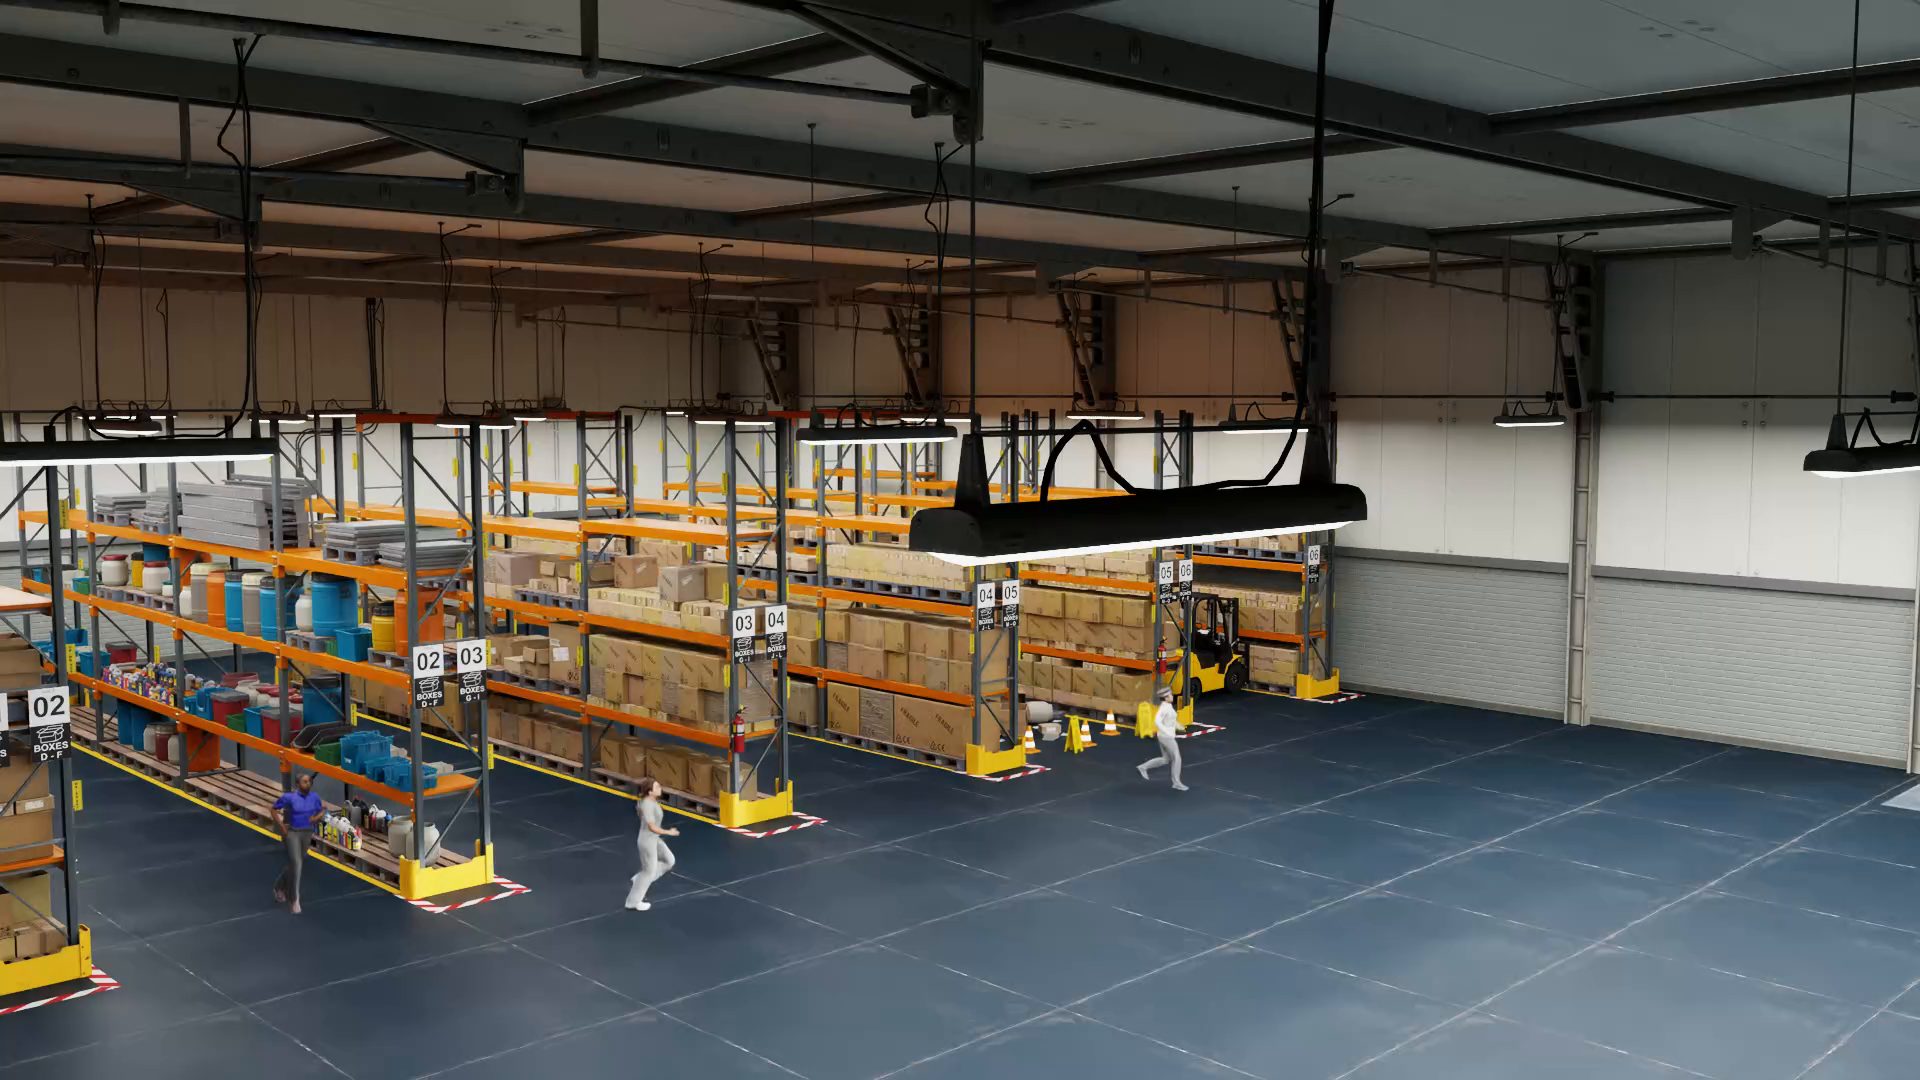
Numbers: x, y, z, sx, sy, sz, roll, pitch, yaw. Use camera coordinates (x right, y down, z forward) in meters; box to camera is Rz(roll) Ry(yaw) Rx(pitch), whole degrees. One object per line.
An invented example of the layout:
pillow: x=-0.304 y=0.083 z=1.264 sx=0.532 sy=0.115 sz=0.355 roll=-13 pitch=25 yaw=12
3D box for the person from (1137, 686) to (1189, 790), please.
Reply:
person: x=3.275 y=3.186 z=26.722 sx=0.842 sy=1.696 sz=0.618 roll=0 pitch=5 yaw=3

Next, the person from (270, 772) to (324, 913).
person: x=-8.256 y=3.735 z=20.726 sx=0.736 sy=1.709 sz=0.598 roll=3 pitch=6 yaw=35

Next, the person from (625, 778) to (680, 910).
person: x=-3.803 y=3.736 z=20.557 sx=0.679 sy=1.625 sz=0.589 roll=0 pitch=5 yaw=-5
